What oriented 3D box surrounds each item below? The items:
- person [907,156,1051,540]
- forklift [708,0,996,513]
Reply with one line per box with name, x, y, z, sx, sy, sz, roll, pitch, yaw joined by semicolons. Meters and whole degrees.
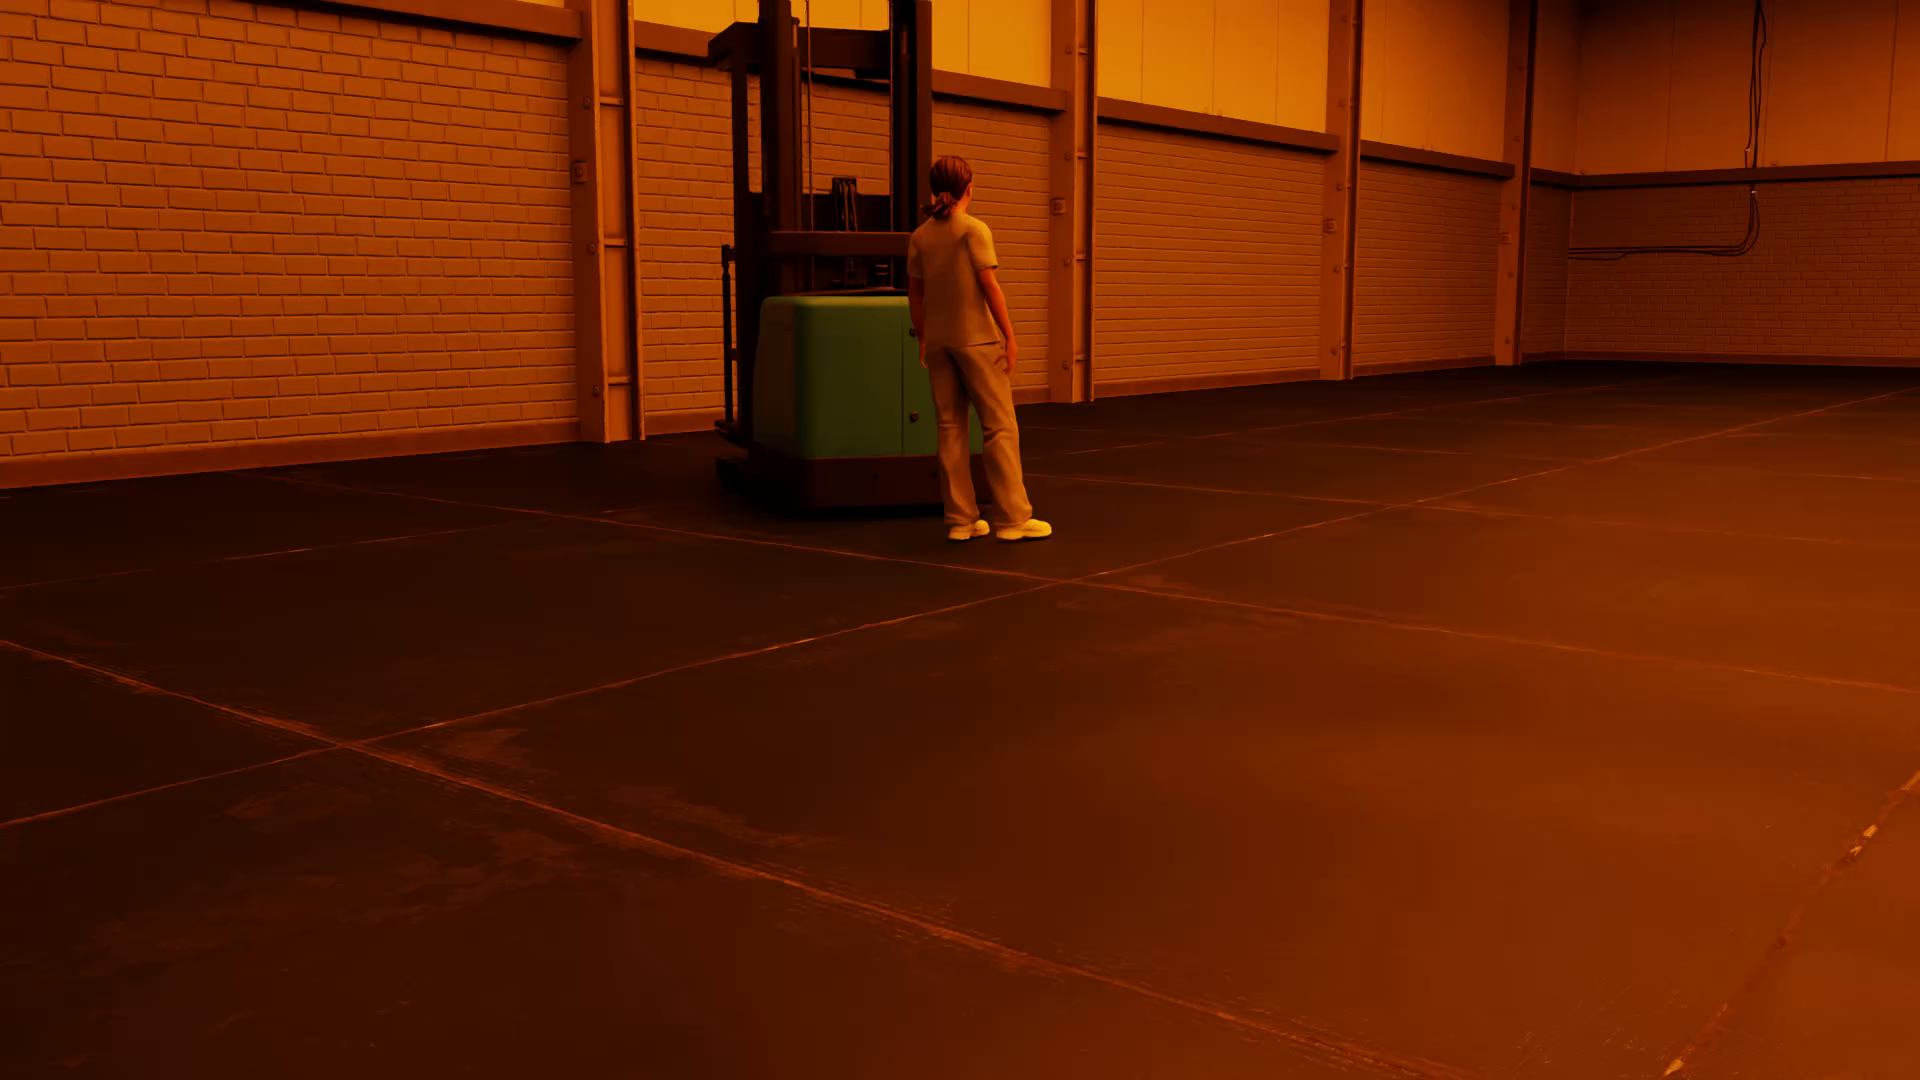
person;0.050;-0.842;7.364;0.571;1.675;0.521;6;10;37
forklift;-0.769;-1.757;9.291;1.130;2.935;3.031;-3;9;-19
